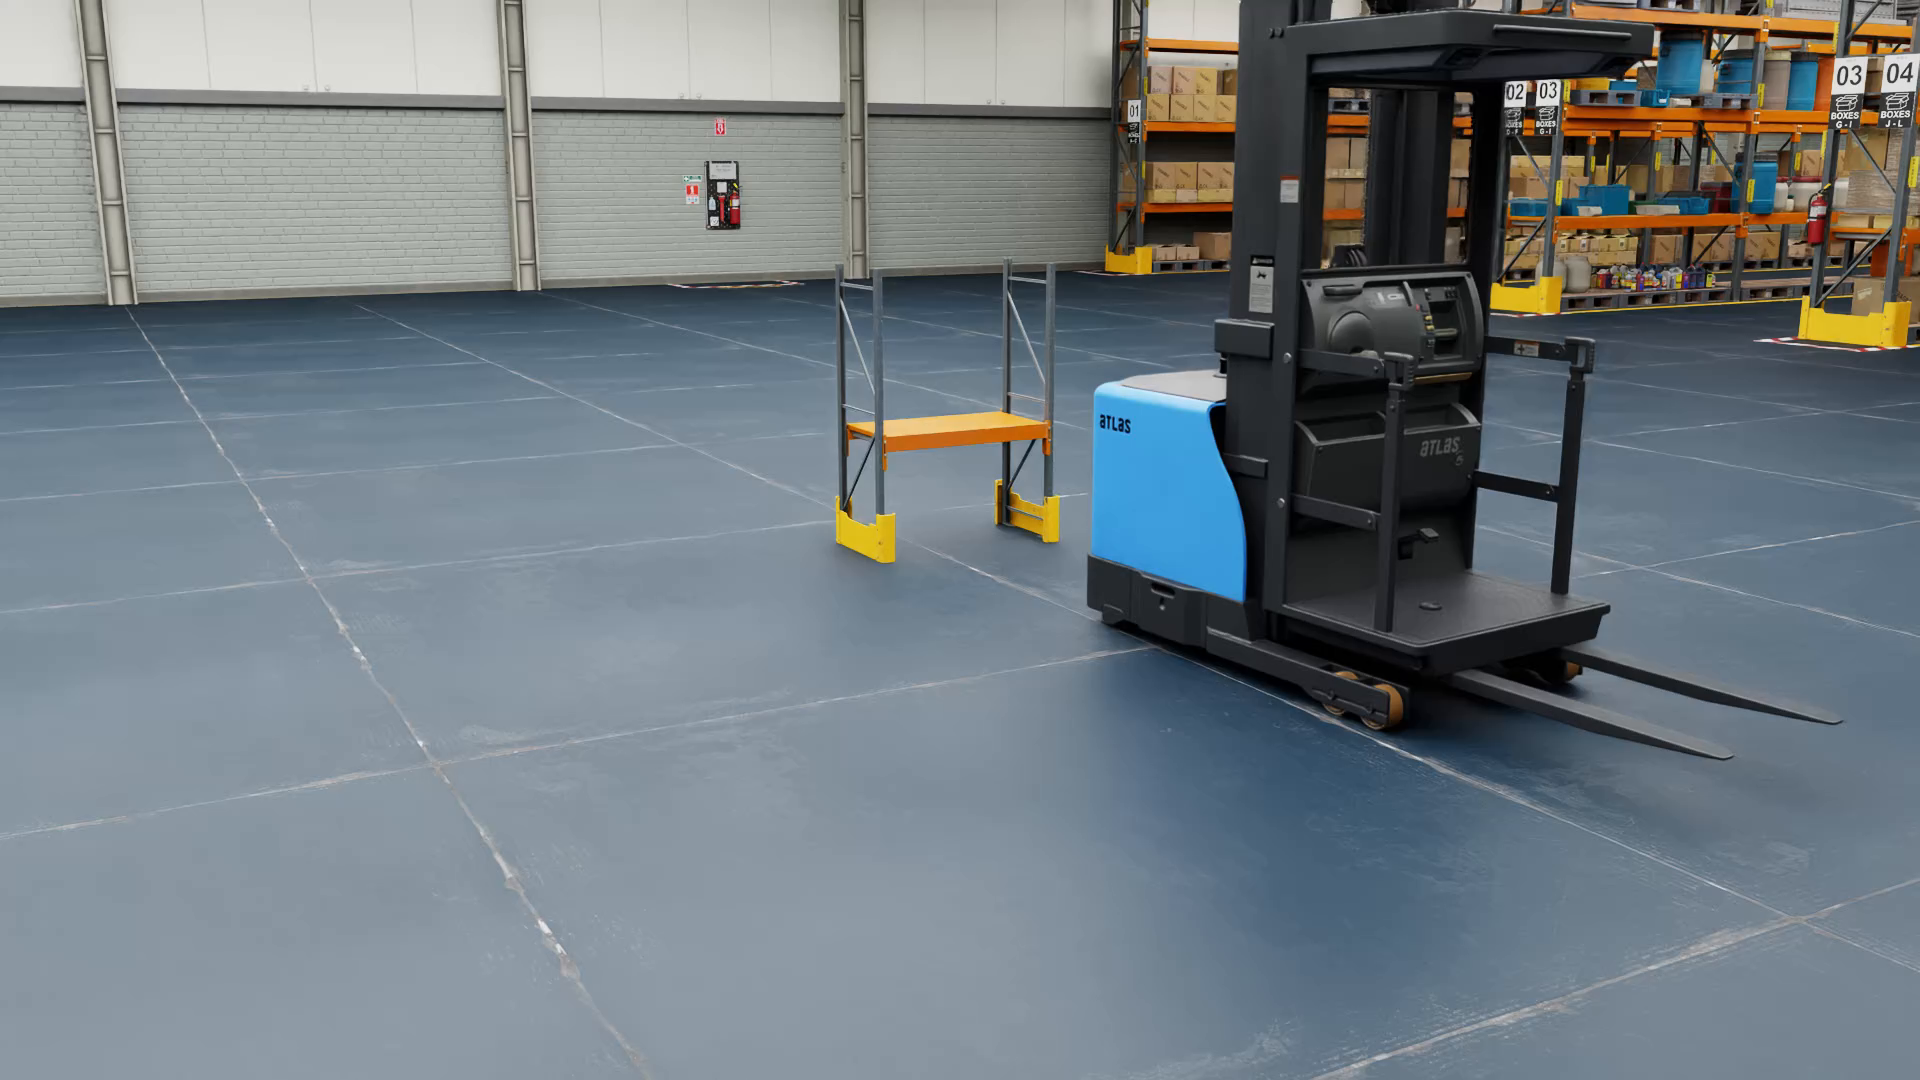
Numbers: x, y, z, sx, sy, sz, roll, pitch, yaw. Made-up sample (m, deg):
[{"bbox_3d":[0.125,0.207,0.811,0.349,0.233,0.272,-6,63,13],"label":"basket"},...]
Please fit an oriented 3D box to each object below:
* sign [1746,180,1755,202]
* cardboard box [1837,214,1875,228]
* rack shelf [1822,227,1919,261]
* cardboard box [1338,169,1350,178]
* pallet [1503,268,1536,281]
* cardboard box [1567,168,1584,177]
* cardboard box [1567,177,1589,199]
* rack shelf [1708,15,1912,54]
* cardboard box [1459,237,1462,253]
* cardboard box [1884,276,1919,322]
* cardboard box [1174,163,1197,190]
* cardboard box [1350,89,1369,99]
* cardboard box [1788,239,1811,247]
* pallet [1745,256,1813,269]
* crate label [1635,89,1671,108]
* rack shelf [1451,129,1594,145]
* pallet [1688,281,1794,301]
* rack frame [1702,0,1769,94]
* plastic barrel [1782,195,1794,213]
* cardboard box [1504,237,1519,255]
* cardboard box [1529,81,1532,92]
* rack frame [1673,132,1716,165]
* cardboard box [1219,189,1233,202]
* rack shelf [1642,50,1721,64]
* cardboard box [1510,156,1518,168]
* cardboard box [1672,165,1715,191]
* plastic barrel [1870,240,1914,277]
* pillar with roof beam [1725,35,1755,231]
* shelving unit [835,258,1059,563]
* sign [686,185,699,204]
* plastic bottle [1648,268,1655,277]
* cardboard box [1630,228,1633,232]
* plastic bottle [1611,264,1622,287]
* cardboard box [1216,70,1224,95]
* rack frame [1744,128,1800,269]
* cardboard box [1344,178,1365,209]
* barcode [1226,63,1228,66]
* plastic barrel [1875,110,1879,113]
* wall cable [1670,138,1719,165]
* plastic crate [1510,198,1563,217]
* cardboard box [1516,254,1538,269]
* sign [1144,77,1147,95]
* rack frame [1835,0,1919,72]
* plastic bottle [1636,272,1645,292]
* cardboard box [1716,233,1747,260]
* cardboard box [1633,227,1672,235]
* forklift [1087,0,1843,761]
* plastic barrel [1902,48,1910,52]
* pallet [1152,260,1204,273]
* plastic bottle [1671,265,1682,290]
[{"bbox_3d":[11.687,-5.161,24.581,0.005,0.325,0.100,-7,14,-28],"label":"sign"},{"bbox_3d":[10.447,-3.705,19.314,0.250,0.149,0.380,-7,14,-28],"label":"cardboard box"},{"bbox_3d":[12.051,-3.618,19.990,4.000,0.370,1.077,-7,14,-28],"label":"rack shelf"},{"bbox_3d":[6.230,-6.061,27.503,0.250,0.149,0.380,-7,15,-29],"label":"cardboard box"},{"bbox_3d":[9.691,-4.813,30.015,1.213,0.211,1.003,-7,14,-28],"label":"pallet"},{"bbox_3d":[13.424,-7.991,36.833,0.500,0.500,0.500,-7,15,-29],"label":"cardboard box"},{"bbox_3d":[11.109,-6.378,30.391,0.500,0.500,0.500,-8,15,-31],"label":"cardboard box"},{"bbox_3d":[13.189,-7.725,25.486,4.000,0.370,1.077,-7,14,-28],"label":"rack shelf"},{"bbox_3d":[9.281,-5.323,29.960,0.500,0.311,0.500,-7,14,-28],"label":"cardboard box"},{"bbox_3d":[11.360,-2.875,19.791,0.500,0.500,0.500,-3,13,-13],"label":"cardboard box"},{"bbox_3d":[4.177,-6.967,31.821,0.500,0.500,0.500,-7,14,-28],"label":"cardboard box"},{"bbox_3d":[6.669,-7.371,27.497,0.250,0.149,0.380,-7,14,-28],"label":"cardboard box"},{"bbox_3d":[17.108,-6.026,34.177,0.500,0.311,0.500,-7,14,-28],"label":"cardboard box"},{"bbox_3d":[16.688,-5.642,33.697,1.213,0.211,1.003,-7,14,-28],"label":"pallet"},{"bbox_3d":[9.724,-6.237,23.496,0.408,0.251,0.502,-7,14,-28],"label":"crate label"},{"bbox_3d":[11.953,-8.786,36.125,4.000,0.370,1.077,-7,14,-28],"label":"rack shelf"},{"bbox_3d":[12.104,-3.863,25.794,1.213,0.211,1.003,-7,14,-28],"label":"pallet"},{"bbox_3d":[11.433,-8.060,24.429,0.127,3.000,1.000,-7,14,-28],"label":"rack frame"},{"bbox_3d":[12.668,-5.176,25.590,0.301,0.262,0.301,0,13,0],"label":"plastic barrel"},{"bbox_3d":[9.545,-5.221,29.505,0.500,0.311,0.500,-7,14,-28],"label":"cardboard box"},{"bbox_3d":[10.112,-8.171,29.430,0.500,0.500,0.500,-5,14,-22],"label":"cardboard box"},{"bbox_3d":[17.219,-8.305,39.180,0.127,3.000,1.000,-7,14,-28],"label":"rack frame"},{"bbox_3d":[5.100,-6.711,32.394,0.500,0.250,0.500,-7,14,-27],"label":"cardboard box"},{"bbox_3d":[14.330,-9.100,31.600,4.000,0.370,1.077,-7,14,-28],"label":"rack shelf"},{"bbox_3d":[11.628,-8.141,35.793,0.500,0.250,0.500,-7,14,-27],"label":"cardboard box"},{"bbox_3d":[13.967,-6.910,31.798,0.500,0.500,0.700,-4,13,-17],"label":"cardboard box"},{"bbox_3d":[15.365,-4.755,27.393,0.708,0.830,0.600,-7,14,-28],"label":"plastic barrel"},{"bbox_3d":[21.237,-10.853,36.838,0.400,9.000,9.100,-7,14,-28],"label":"pillar with roof beam"},{"bbox_3d":[-0.067,-0.724,8.909,1.083,1.500,0.587,-7,14,-28],"label":"shelving unit"},{"bbox_3d":[-4.613,-5.957,28.668,0.234,0.329,0.001,-7,14,-28],"label":"sign"},{"bbox_3d":[10.457,-3.973,25.145,0.097,0.271,0.097,0,13,0],"label":"plastic bottle"},{"bbox_3d":[15.308,-7.034,38.271,0.500,0.500,0.700,-6,14,-27],"label":"cardboard box"},{"bbox_3d":[9.824,-3.967,24.934,0.185,0.351,0.144,-6,14,-26],"label":"plastic bottle"},{"bbox_3d":[4.791,-8.886,32.379,0.500,0.500,0.500,-7,14,-28],"label":"cardboard box"},{"bbox_3d":[16.085,-6.930,33.070,0.127,3.000,1.000,-7,14,-28],"label":"rack frame"},{"bbox_3d":[6.427,-5.819,27.907,0.500,0.500,0.700,-6,14,-26],"label":"cardboard box"},{"bbox_3d":[5.260,-9.369,32.751,0.075,0.075,0.001,-7,14,-28],"label":"barcode"},{"bbox_3d":[14.752,-6.906,26.486,0.294,0.245,0.294,0,13,0],"label":"plastic barrel"},{"bbox_3d":[17.890,-9.118,40.477,1.851,1.984,0.084,-7,14,-28],"label":"wall cable"},{"bbox_3d":[8.218,-4.750,23.724,0.616,0.251,0.499,-7,14,-28],"label":"plastic crate"},{"bbox_3d":[9.985,-5.000,29.801,0.500,0.250,0.500,-6,14,-26],"label":"cardboard box"},{"bbox_3d":[3.436,-8.407,30.811,0.005,0.325,0.100,-7,14,-28],"label":"sign"},{"bbox_3d":[10.296,-6.685,18.317,0.127,3.000,1.000,-7,14,-28],"label":"rack frame"},{"bbox_3d":[9.870,-3.753,24.138,0.133,0.283,0.061,-7,14,-27],"label":"plastic bottle"},{"bbox_3d":[14.911,-5.715,32.362,0.500,0.500,0.500,-7,14,-27],"label":"cardboard box"},{"bbox_3d":[13.330,-6.021,32.012,0.500,0.250,0.500,-6,14,-26],"label":"cardboard box"},{"bbox_3d":[1.797,-0.858,6.247,1.130,2.935,3.031,-8,15,-32],"label":"forklift"},{"bbox_3d":[15.444,-7.491,26.797,0.708,0.830,0.600,-7,14,-28],"label":"plastic barrel"},{"bbox_3d":[3.972,-5.348,32.392,1.213,0.211,1.003,-7,14,-28],"label":"pallet"},{"bbox_3d":[10.554,-3.878,24.541,0.185,0.351,0.144,-7,14,-28],"label":"plastic bottle"}]
